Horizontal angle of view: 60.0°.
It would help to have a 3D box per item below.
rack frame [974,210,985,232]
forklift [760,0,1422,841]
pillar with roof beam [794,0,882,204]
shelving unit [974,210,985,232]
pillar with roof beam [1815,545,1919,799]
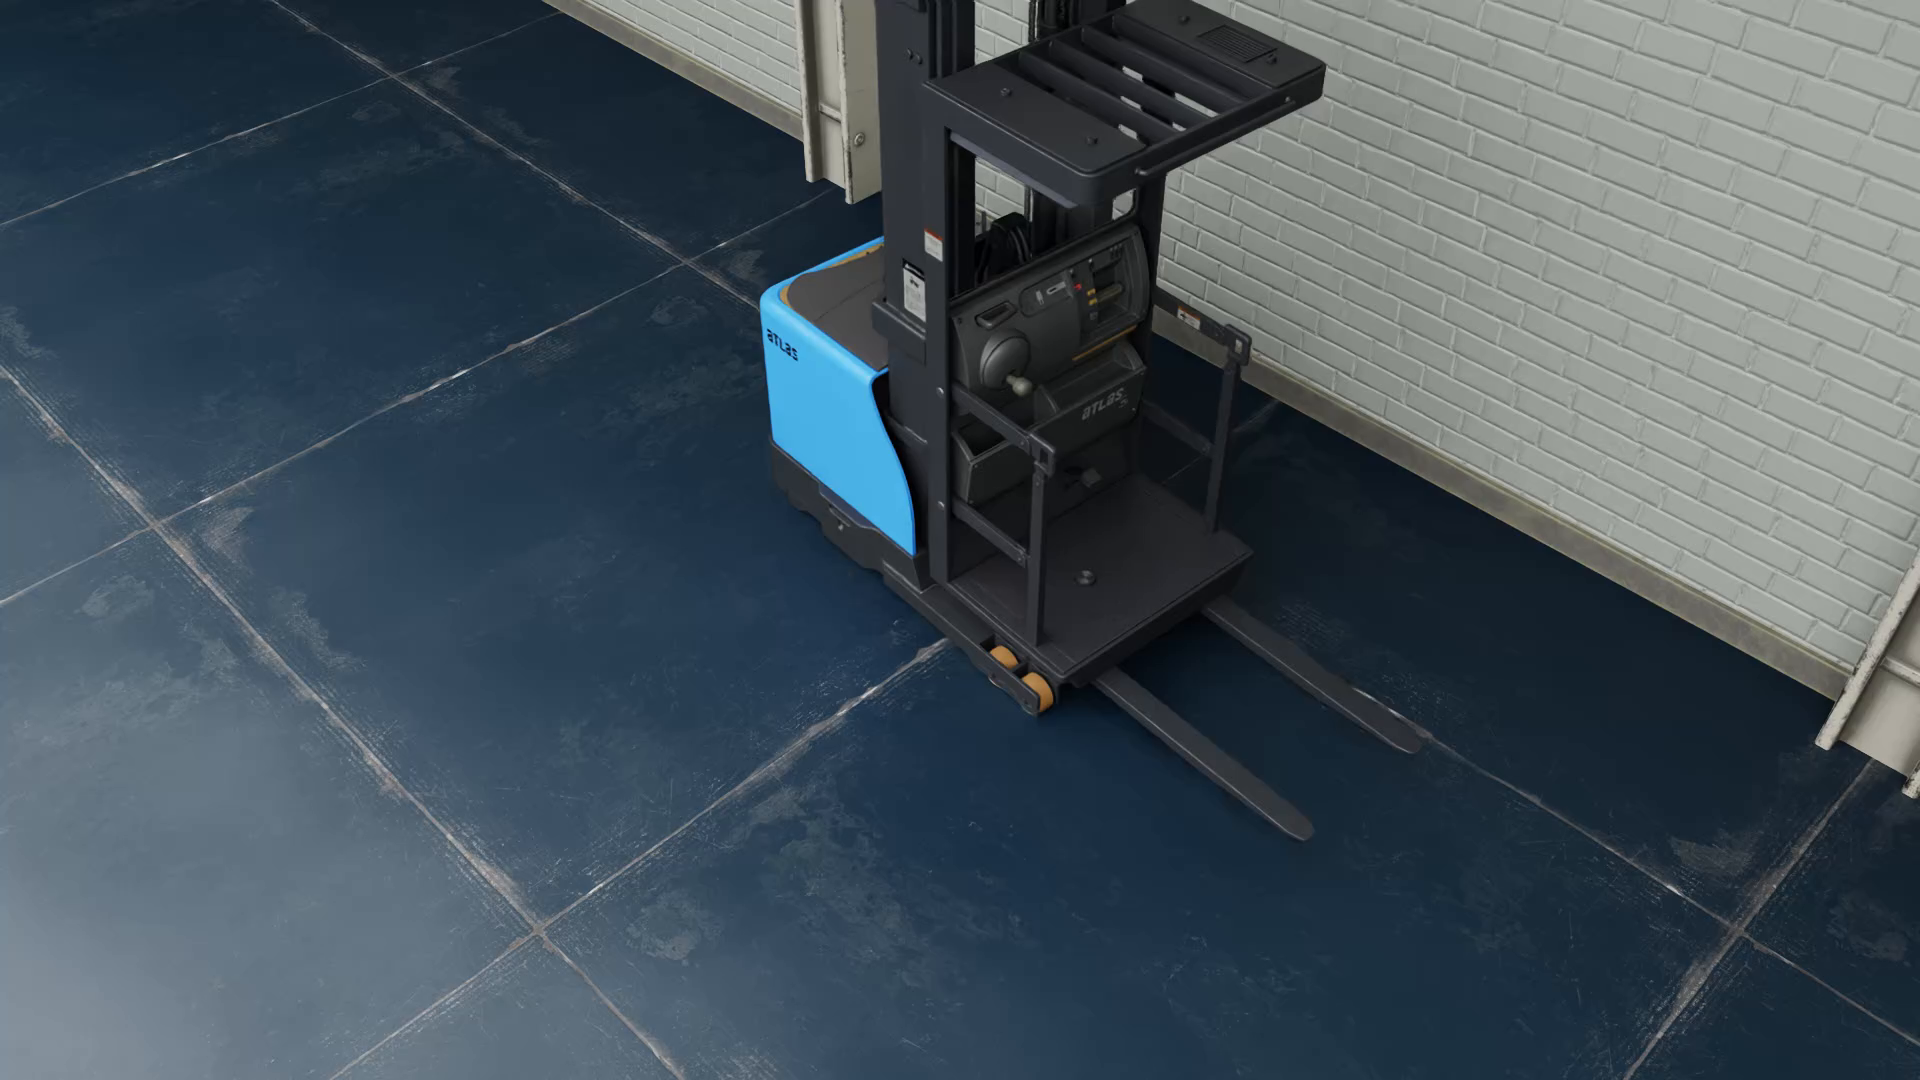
[{"bbox_3d":[-0.002,-1.179,7.980,0.240,0.900,0.006,-7,43,-7],"label":"rack frame"},{"bbox_3d":[0.489,-0.774,6.045,1.130,2.935,3.031,-30,51,-29],"label":"forklift"},{"bbox_3d":[-3.694,-3.309,4.318,9.100,9.000,0.400,-34,53,-31],"label":"pillar with roof beam"},{"bbox_3d":[0.016,-1.111,7.907,0.258,0.900,0.210,-7,43,-7],"label":"shelving unit"},{"bbox_3d":[0.543,-0.426,1.198,9.100,9.000,0.400,-34,53,-31],"label":"pillar with roof beam"}]
